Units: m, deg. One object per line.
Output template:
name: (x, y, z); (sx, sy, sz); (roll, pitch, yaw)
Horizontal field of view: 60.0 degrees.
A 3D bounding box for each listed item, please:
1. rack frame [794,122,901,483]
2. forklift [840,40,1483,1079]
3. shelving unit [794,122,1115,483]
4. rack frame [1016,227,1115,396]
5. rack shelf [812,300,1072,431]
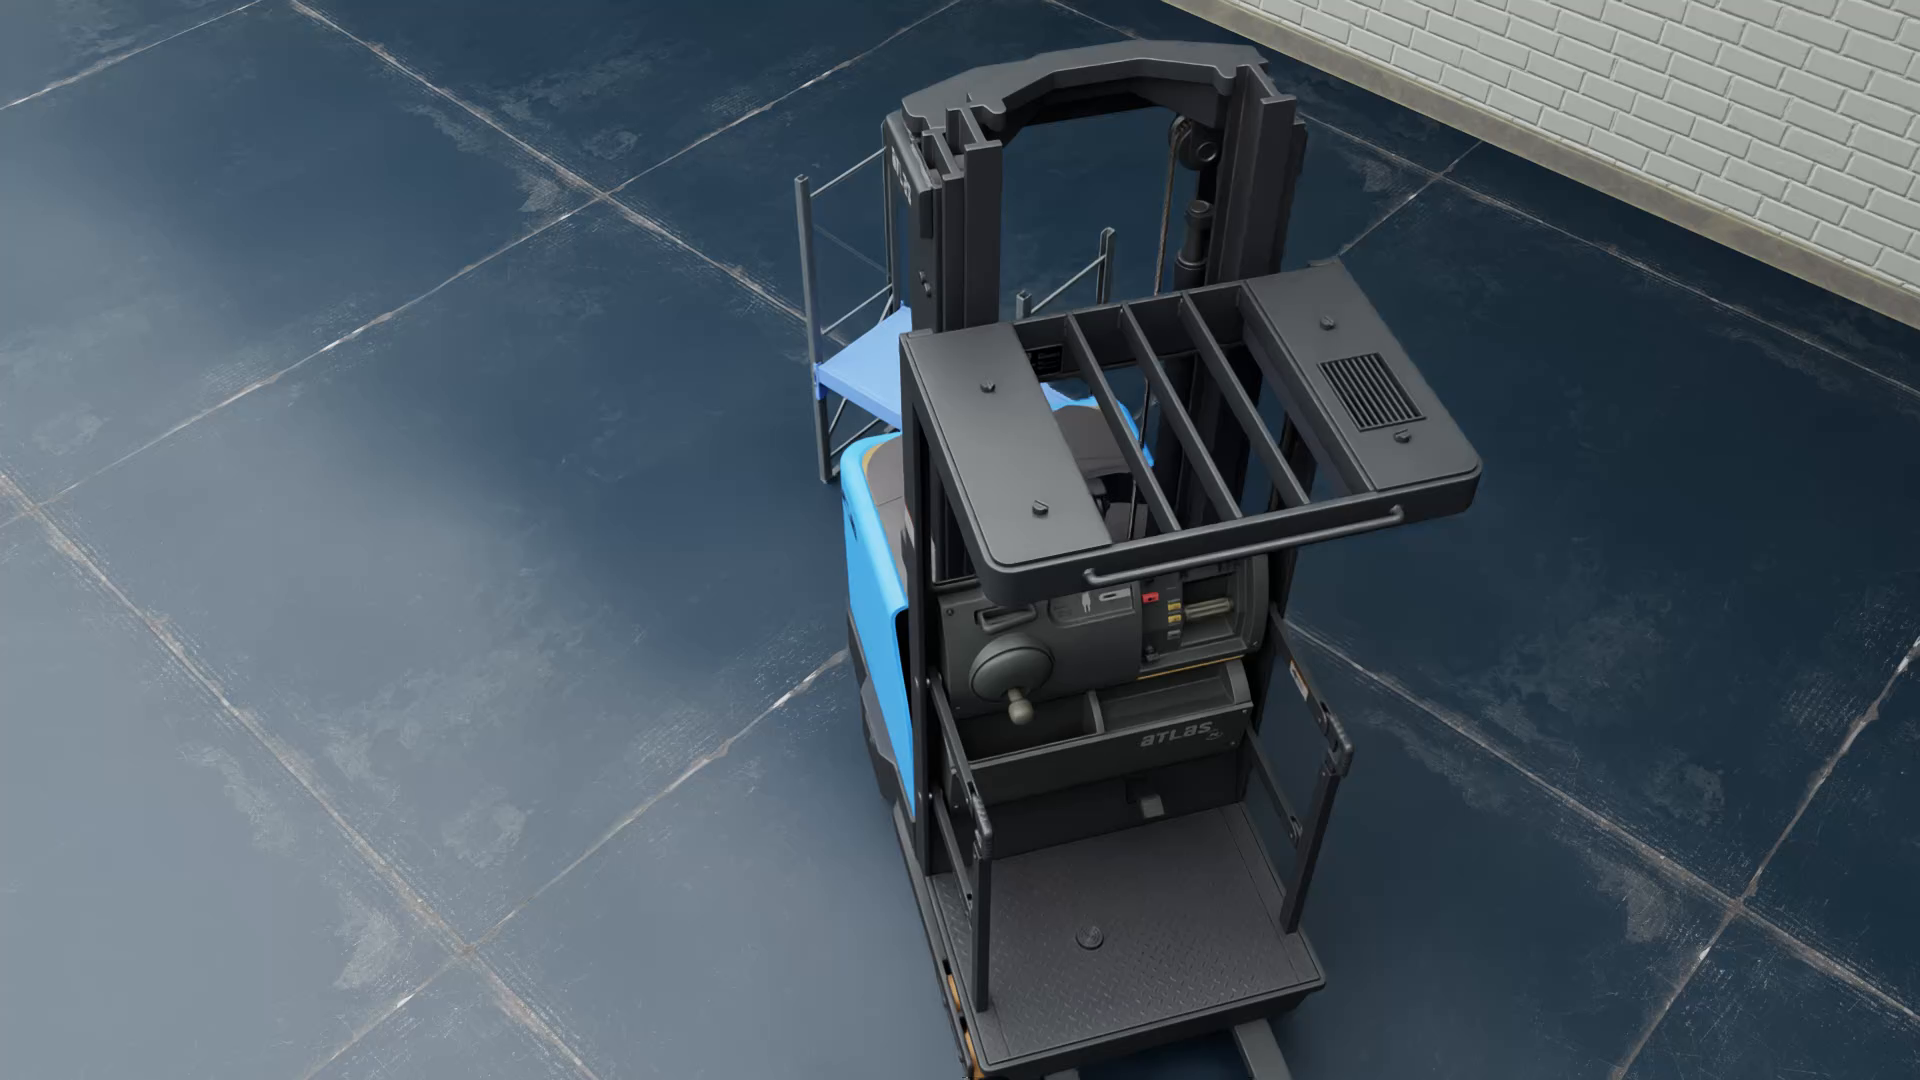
rack frame: (-0.413, -0.897, 6.564); (0.032, 1.500, 0.500); (32, 55, 26)
forklift: (0.464, 0.344, 4.416); (1.130, 2.935, 3.031); (-11, 48, -10)
shelving unit: (-0.028, -0.656, 6.337); (1.048, 1.500, 0.538); (32, 55, 26)
rack frame: (0.358, -0.415, 6.111); (0.032, 1.500, 0.500); (32, 55, 26)
rack shelf: (-0.028, -0.533, 6.468); (1.000, 0.185, 0.538); (32, 55, 26)
